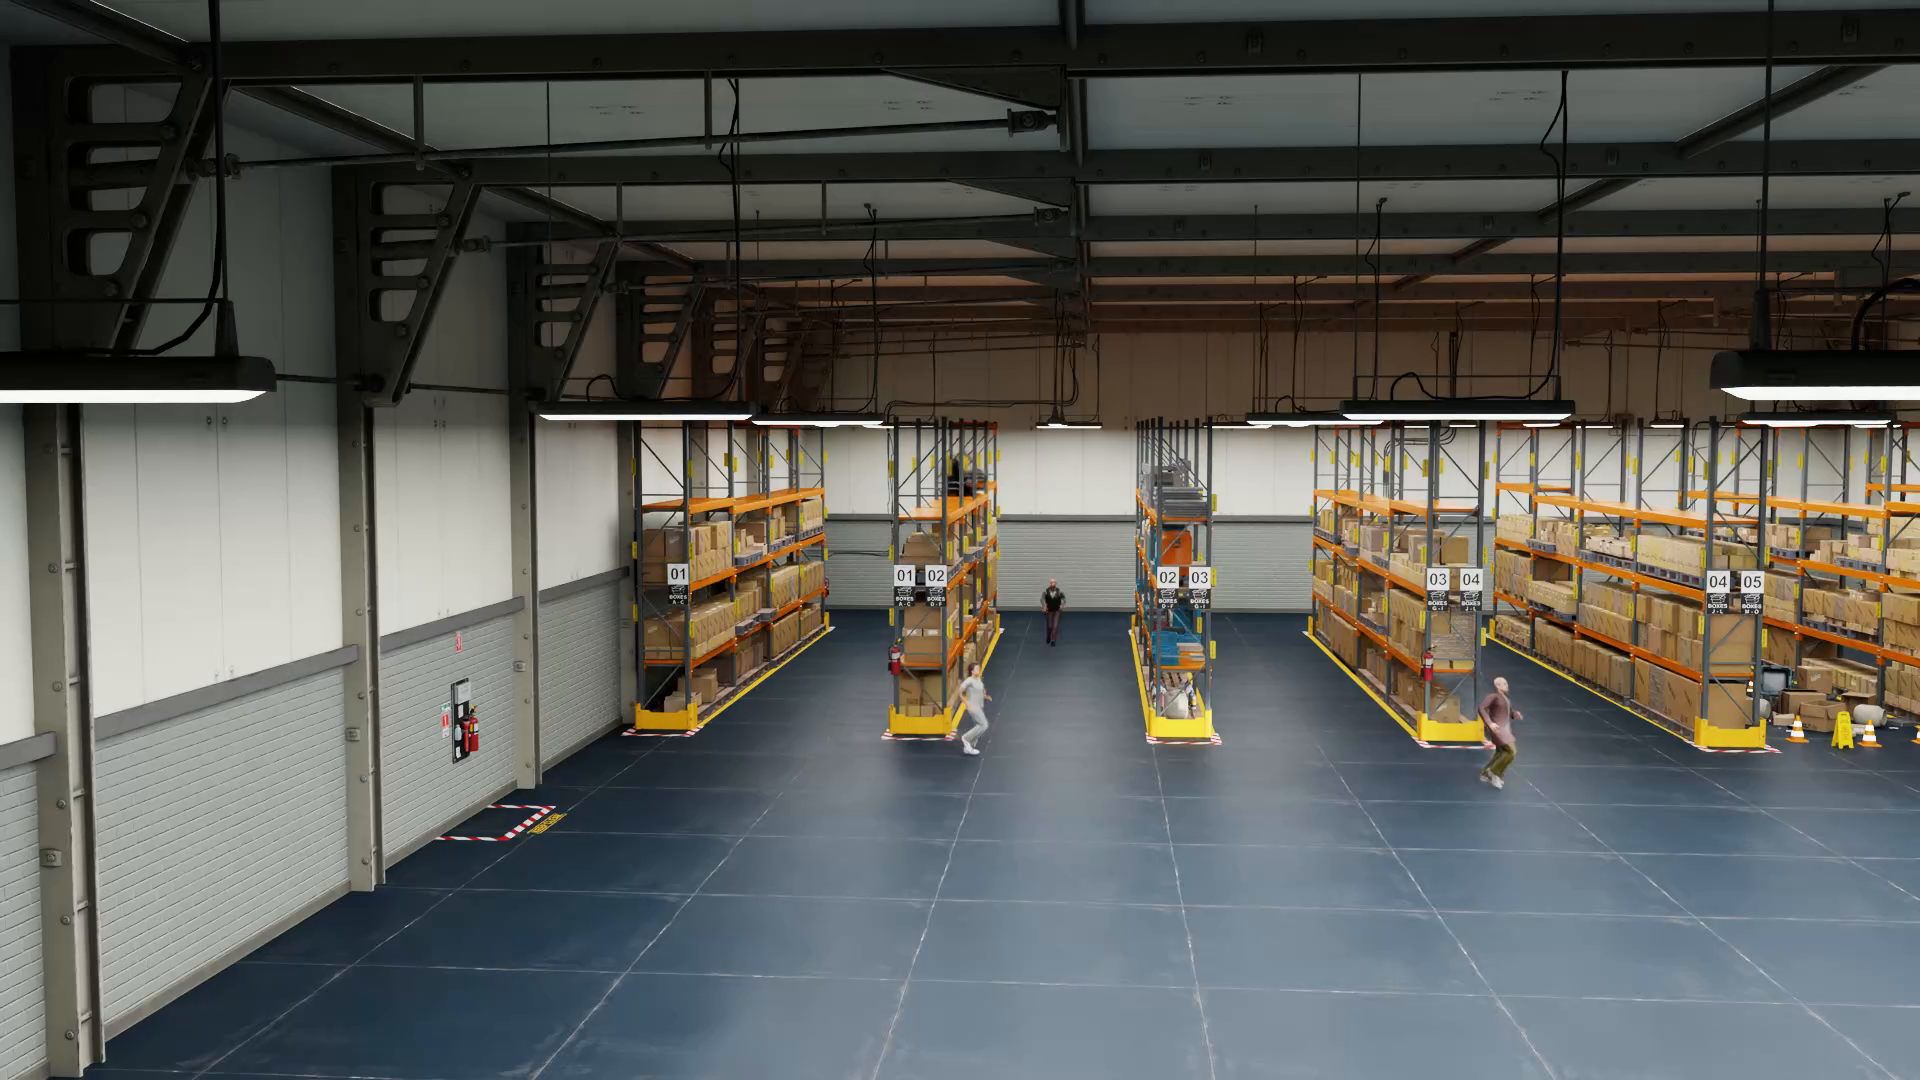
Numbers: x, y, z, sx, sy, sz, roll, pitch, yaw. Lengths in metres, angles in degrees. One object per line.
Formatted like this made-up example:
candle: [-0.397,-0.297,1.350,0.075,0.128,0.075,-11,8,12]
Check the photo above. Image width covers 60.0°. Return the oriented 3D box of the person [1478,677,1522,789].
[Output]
person: [8.696,3.093,26.744,0.649,1.776,0.770,3,5,41]

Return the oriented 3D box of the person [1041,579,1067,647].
person: [2.381,1.837,42.244,0.662,1.704,0.580,0,4,4]

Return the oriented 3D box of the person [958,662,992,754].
person: [0.303,2.986,29.401,0.563,1.615,0.554,2,4,28]
